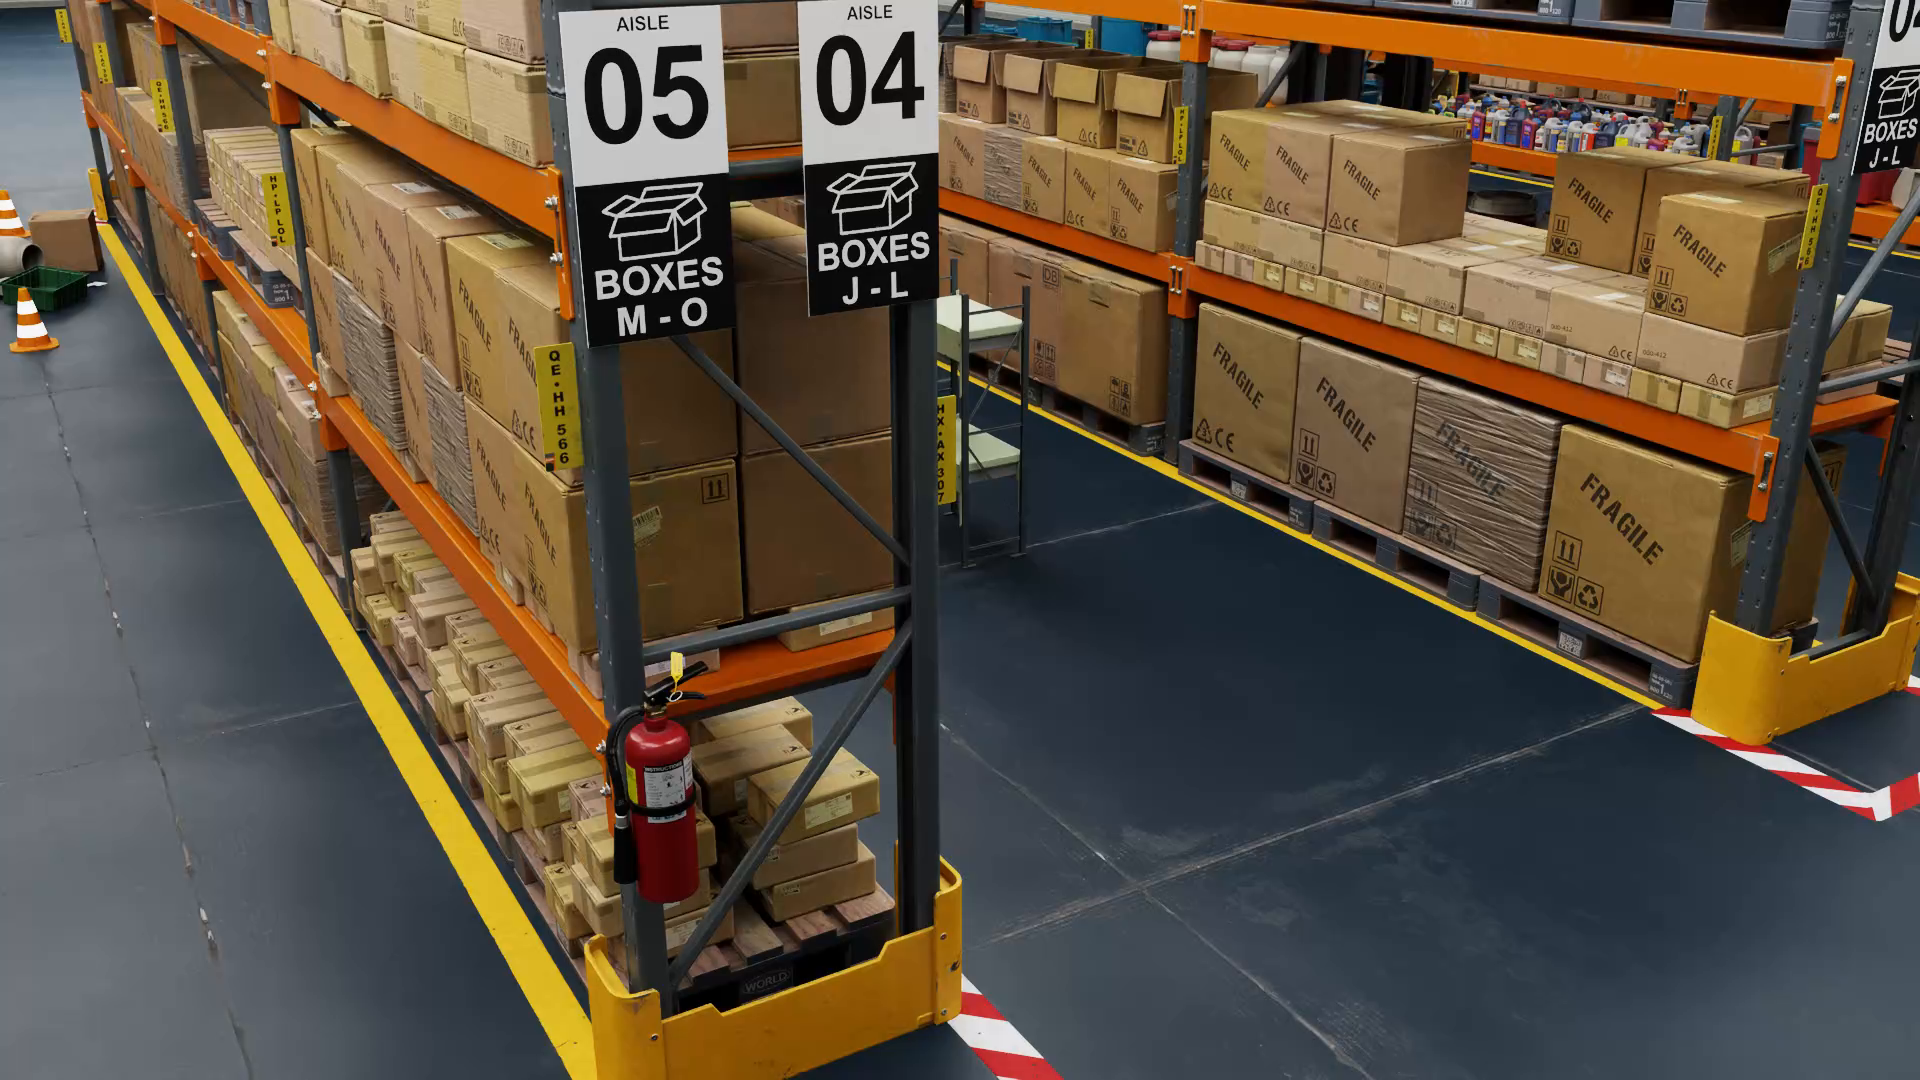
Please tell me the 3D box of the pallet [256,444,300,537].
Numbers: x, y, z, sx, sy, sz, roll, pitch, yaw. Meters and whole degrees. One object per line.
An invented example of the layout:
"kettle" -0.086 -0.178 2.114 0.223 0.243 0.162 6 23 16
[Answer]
"pallet" -3.591 -0.400 10.016 1.003 0.211 1.213 -13 25 -28

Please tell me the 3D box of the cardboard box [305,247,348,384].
"cardboard box" -2.529 -1.020 7.311 0.500 0.500 0.500 -13 26 -29

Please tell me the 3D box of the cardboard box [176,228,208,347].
"cardboard box" -5.292 -1.989 12.652 1.050 0.750 0.750 -12 25 -27

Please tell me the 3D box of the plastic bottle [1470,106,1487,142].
"plastic bottle" 4.459 -3.575 14.278 0.061 0.283 0.133 -13 25 -28

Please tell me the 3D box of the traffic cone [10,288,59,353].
"traffic cone" -7.265 -1.735 12.966 0.336 0.463 0.334 -13 25 -28

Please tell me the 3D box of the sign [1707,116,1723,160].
"sign" 5.535 -2.942 12.199 0.100 0.325 0.005 -13 25 -28

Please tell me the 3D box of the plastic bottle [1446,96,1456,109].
"plastic bottle" 4.582 -4.032 15.512 0.097 0.201 0.097 0 22 0

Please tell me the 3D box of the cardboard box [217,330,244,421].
"cardboard box" -4.466 -1.099 10.792 0.500 0.500 0.500 -14 26 -30

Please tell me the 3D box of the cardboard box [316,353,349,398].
"cardboard box" -2.702 -0.774 7.566 0.380 0.149 0.250 -12 25 -26

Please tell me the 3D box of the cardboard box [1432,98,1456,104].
"cardboard box" 6.179 -5.459 21.108 0.500 0.311 0.500 -13 25 -28

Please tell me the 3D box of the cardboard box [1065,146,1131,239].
"cardboard box" 1.030 -2.273 10.788 0.500 0.500 0.500 -12 25 -27

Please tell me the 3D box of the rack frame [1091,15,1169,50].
"rack frame" 1.922 -5.509 18.881 1.000 3.000 0.127 -13 25 -28

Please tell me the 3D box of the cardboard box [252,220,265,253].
"cardboard box" -3.743 -1.721 9.338 0.380 0.149 0.250 -14 26 -30

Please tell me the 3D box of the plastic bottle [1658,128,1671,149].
"plastic bottle" 5.777 -3.274 13.648 0.097 0.201 0.097 0 22 0

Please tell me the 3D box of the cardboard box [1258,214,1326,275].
"cardboard box" 2.015 -1.670 9.242 0.500 0.250 0.500 -13 25 -28

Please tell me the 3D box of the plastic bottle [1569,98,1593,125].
"plastic bottle" 5.330 -3.610 14.274 0.144 0.351 0.185 -13 25 -28

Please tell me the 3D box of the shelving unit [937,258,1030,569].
"shelving unit" -0.003 -0.697 9.034 0.431 1.500 0.755 -13 25 -28

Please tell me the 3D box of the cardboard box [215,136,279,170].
"cardboard box" -4.278 -2.340 10.071 0.380 0.149 0.250 -13 25 -29

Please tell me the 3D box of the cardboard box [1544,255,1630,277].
"cardboard box" 3.256 -1.278 8.275 0.500 0.250 0.500 -14 26 -30

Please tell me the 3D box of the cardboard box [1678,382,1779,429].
"cardboard box" 3.329 -0.607 7.155 0.380 0.149 0.250 -12 25 -27

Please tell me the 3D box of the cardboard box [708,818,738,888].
"cardboard box" -0.719 1.076 5.910 0.380 0.149 0.250 -13 25 -28

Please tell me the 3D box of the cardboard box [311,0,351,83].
"cardboard box" -2.043 -1.832 6.050 0.500 0.250 0.500 -11 25 -26

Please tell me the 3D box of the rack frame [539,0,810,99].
"rack frame" -0.522 -2.530 3.584 1.000 3.000 0.127 -13 25 -28

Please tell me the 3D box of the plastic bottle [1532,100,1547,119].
"plastic bottle" 5.122 -3.741 14.687 0.061 0.283 0.133 -13 25 -28

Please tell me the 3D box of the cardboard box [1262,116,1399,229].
"cardboard box" 2.020 -2.017 9.099 0.500 0.500 0.500 -13 25 -28

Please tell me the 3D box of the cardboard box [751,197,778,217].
"cardboard box" -1.527 -3.060 15.592 0.700 0.500 0.500 -15 27 -33

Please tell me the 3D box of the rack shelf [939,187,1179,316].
"rack shelf" 0.729 -2.281 11.894 1.077 0.370 4.000 -13 25 -28

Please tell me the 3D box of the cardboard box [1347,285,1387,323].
"cardboard box" 2.278 -1.271 8.788 0.380 0.149 0.250 -12 25 -28

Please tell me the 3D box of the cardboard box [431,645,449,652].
"cardboard box" -2.038 0.440 7.078 0.380 0.149 0.250 -11 25 -26

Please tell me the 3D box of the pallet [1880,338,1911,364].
"pallet" 6.417 -1.397 12.468 1.003 0.211 1.213 -13 25 -28

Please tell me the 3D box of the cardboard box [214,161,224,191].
"cardboard box" -4.394 -2.273 10.302 0.380 0.149 0.250 -11 25 -26

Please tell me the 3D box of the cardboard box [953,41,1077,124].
"cardboard box" 0.397 -3.321 12.034 0.797 0.503 0.637 -12 25 -27

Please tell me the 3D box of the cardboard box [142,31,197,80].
"cardboard box" -5.871 -3.655 12.859 0.700 0.500 0.500 -12 25 -28

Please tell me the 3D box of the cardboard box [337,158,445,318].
"cardboard box" -2.036 -1.166 6.340 0.500 0.500 0.500 -12 25 -27

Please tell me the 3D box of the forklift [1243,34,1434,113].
"forklift" 2.735 -2.979 12.748 1.130 2.935 3.031 -13 26 -30

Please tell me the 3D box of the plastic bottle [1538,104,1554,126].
"plastic bottle" 5.093 -3.653 14.471 0.061 0.283 0.133 -13 25 -28

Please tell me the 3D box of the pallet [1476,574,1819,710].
"pallet" 3.318 0.376 8.105 1.003 0.211 1.213 -13 25 -28

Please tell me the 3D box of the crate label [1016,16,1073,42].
"crate label" 1.051 -6.276 20.722 0.502 0.435 0.616 -13 25 -28

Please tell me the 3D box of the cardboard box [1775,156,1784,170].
"cardboard box" 8.736 -3.677 17.110 0.500 0.500 0.500 -13 25 -29

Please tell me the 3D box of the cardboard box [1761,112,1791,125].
"cardboard box" 11.362 -5.895 22.565 0.700 0.500 0.500 -12 25 -28

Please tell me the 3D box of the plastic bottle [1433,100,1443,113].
"plastic bottle" 4.233 -3.771 14.777 0.097 0.271 0.097 0 22 0

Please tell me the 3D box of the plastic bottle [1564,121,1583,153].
"plastic bottle" 5.016 -3.252 13.494 0.152 0.276 0.135 -13 25 -28

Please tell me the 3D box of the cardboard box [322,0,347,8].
"cardboard box" -2.030 -2.067 5.965 0.500 0.250 0.500 -12 25 -27

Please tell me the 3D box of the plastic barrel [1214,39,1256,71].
"plastic barrel" 2.818 -4.842 17.061 0.433 0.535 0.433 0 22 0

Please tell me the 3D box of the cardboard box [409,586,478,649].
"cardboard box" -2.093 0.308 7.009 0.380 0.149 0.250 -12 25 -27

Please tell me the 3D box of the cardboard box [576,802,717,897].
"cardboard box" -1.010 0.978 5.361 0.380 0.149 0.250 -12 25 -28

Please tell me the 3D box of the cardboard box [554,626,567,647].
"cardboard box" -1.026 0.227 5.103 0.380 0.149 0.250 -13 25 -28

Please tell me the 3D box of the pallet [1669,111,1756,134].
"pallet" 10.838 -5.871 23.475 1.003 0.211 1.213 -13 25 -28

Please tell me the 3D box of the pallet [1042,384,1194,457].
"pallet" 1.291 -0.910 11.270 1.003 0.211 1.213 -13 25 -28

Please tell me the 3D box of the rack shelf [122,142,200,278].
"rack shelf" -5.630 -2.654 12.813 1.077 0.370 4.000 -13 25 -28

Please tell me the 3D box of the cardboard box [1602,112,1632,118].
"cardboard box" 7.676 -4.906 19.747 0.500 0.311 0.500 -13 26 -30

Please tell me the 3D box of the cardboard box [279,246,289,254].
"cardboard box" -3.342 -1.606 8.659 0.380 0.149 0.250 -14 26 -30

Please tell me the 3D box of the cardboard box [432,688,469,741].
"cardboard box" -1.958 0.673 6.901 0.380 0.149 0.250 -13 26 -30

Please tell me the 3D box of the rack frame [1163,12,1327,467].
"rack frame" 1.750 -1.966 10.166 1.000 3.000 0.127 -13 25 -28

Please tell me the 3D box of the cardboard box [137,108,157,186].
"cardboard box" -5.844 -2.969 12.500 0.500 0.500 0.500 -12 25 -27

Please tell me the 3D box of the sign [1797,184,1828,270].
"sign" 3.320 -1.218 6.472 0.100 0.325 0.005 -13 25 -28

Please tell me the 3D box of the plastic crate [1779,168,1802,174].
"plastic crate" 6.123 -2.647 12.110 0.396 0.136 0.243 -13 25 -28
